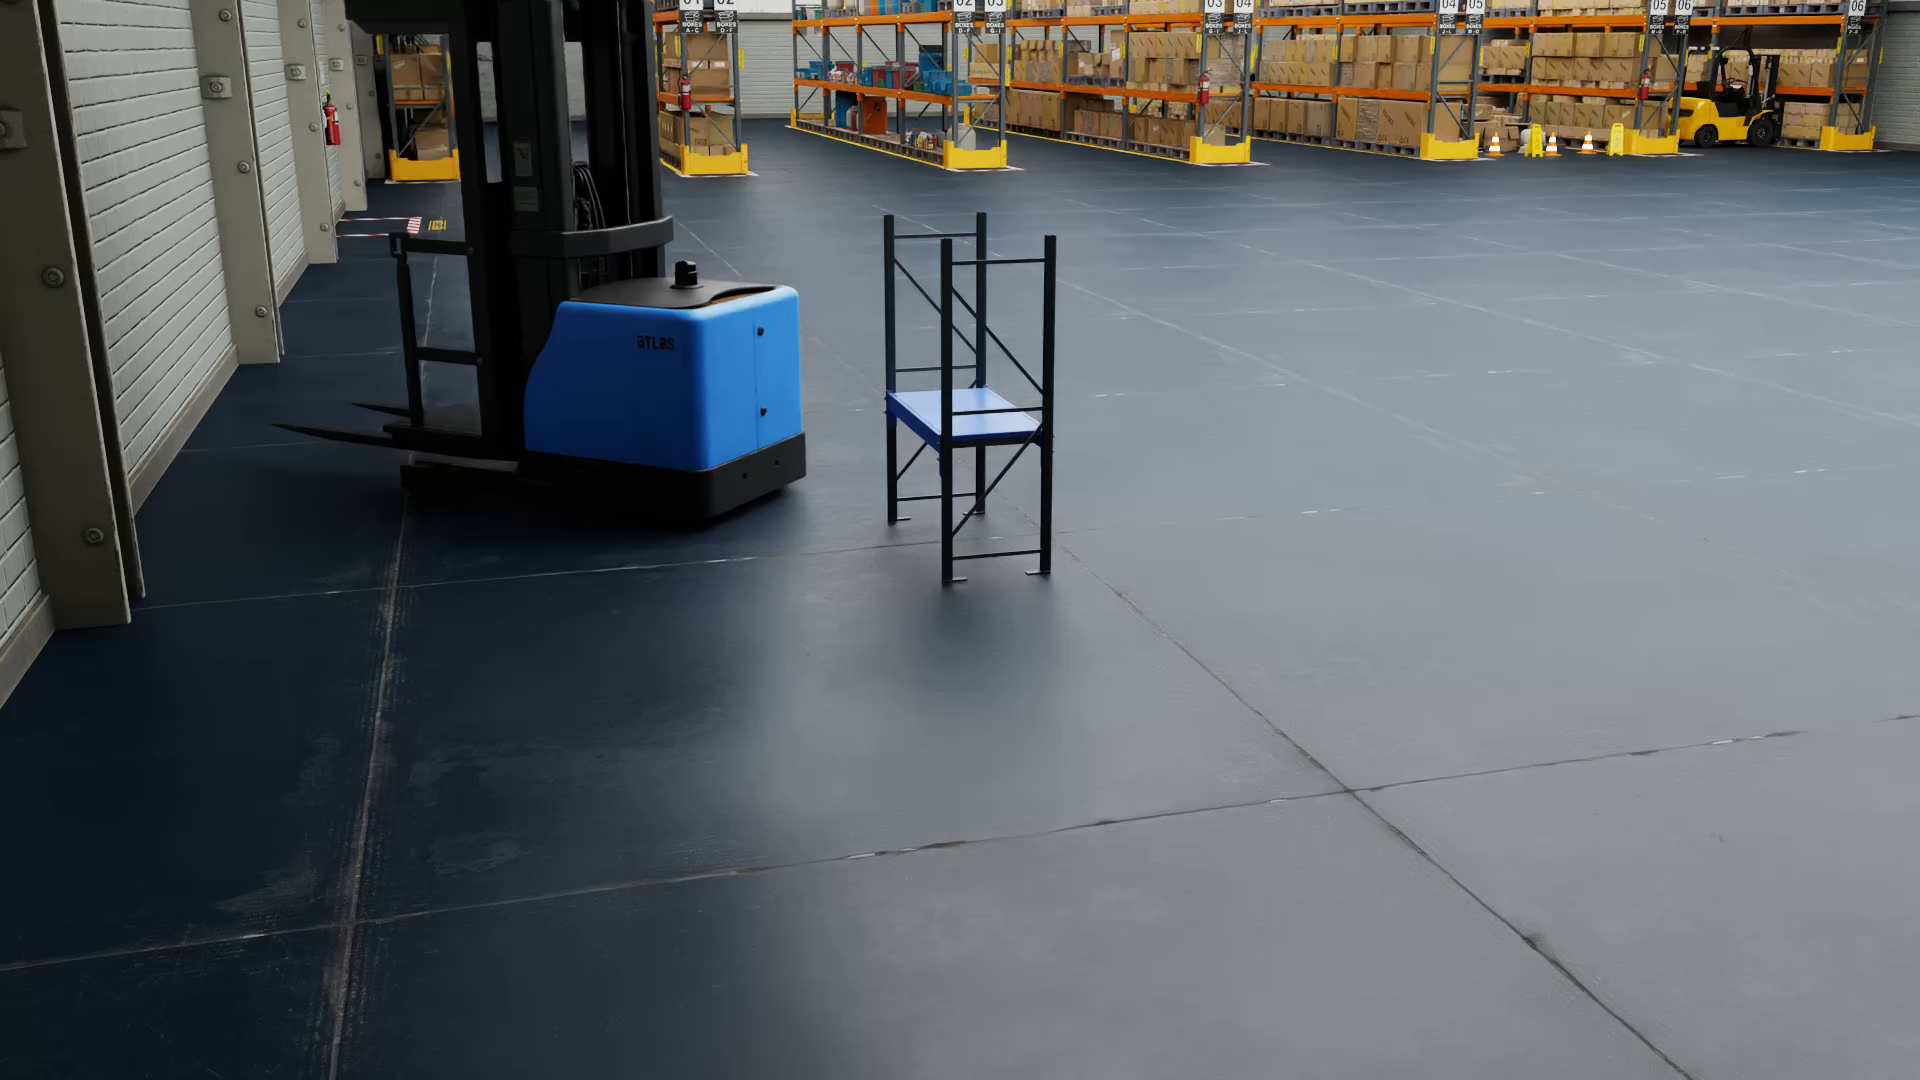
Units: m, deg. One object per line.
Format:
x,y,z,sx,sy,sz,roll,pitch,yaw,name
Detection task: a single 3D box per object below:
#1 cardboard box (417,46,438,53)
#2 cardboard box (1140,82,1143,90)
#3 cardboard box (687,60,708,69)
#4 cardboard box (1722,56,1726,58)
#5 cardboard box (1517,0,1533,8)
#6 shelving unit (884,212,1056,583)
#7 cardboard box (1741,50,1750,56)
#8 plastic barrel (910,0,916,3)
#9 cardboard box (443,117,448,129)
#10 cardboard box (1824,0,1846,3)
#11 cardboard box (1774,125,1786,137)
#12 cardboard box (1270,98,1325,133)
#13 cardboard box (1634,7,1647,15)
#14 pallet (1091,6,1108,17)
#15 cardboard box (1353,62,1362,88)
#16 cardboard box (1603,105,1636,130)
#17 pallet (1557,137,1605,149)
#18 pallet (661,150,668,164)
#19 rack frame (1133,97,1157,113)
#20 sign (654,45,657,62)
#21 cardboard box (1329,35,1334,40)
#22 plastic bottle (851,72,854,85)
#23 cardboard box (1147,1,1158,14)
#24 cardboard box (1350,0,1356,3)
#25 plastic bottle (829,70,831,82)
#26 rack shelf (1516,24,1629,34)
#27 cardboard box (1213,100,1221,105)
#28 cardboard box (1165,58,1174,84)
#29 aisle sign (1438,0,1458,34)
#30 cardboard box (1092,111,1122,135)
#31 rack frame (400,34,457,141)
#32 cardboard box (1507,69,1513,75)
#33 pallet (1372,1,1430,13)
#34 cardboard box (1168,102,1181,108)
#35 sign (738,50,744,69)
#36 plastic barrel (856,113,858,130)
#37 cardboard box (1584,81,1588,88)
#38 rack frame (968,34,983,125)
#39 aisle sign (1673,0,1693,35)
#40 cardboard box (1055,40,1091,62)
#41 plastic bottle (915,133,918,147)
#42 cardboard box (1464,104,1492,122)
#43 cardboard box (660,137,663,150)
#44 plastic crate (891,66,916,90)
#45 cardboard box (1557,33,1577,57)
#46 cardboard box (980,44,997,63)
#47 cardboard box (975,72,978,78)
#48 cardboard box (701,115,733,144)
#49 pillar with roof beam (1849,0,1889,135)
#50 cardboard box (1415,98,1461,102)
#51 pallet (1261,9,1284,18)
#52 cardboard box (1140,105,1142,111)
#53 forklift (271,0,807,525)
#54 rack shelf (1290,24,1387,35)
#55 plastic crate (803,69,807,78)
-11.152,-10.251,34.799,0.380,0.149,0.250,-8,18,-24,cardboard box
4.008,-9.522,34.874,0.380,0.149,0.250,-5,17,-15,cardboard box
-4.706,-8.492,29.706,0.380,0.149,0.250,-5,17,-16,cardboard box
18.143,-11.358,39.247,0.380,0.149,0.250,-5,17,-16,cardboard box
13.237,-12.431,38.437,0.500,0.250,0.500,-5,17,-16,cardboard box
0.023,-0.695,7.658,0.538,1.500,1.048,-5,17,-15,shelving unit
18.320,-11.283,38.482,0.380,0.149,0.250,-4,17,-14,cardboard box
-0.824,-11.096,33.540,0.421,0.512,0.421,0,17,0,plastic barrel
-11.130,-8.681,35.219,0.700,0.500,0.500,-4,17,-14,cardboard box
19.052,-11.838,35.857,0.500,0.500,0.500,-4,17,-13,cardboard box
18.719,-9.268,37.643,0.500,0.250,0.500,-5,17,-15,cardboard box
8.030,-10.108,39.570,1.050,0.750,0.750,-4,17,-14,cardboard box
14.269,-11.001,34.584,0.380,0.149,0.250,-5,17,-15,cardboard box
3.653,-11.744,36.946,1.213,0.211,1.003,-5,17,-15,pallet
9.091,-10.116,36.153,0.875,0.550,0.550,-5,17,-15,cardboard box
14.165,-9.053,35.621,0.500,0.500,0.500,-5,17,-15,cardboard box
14.095,-8.858,37.074,1.003,0.211,1.213,-5,17,-15,pallet
-5.339,-7.590,32.854,1.003,0.211,1.213,-5,17,-15,pallet
5.508,-13.615,48.062,1.000,3.000,0.127,-5,17,-15,rack frame
-6.036,-9.620,32.889,0.100,0.325,0.005,-5,17,-15,sign
10.657,-14.184,46.917,0.380,0.149,0.250,-5,17,-16,cardboard box
-2.505,-10.814,38.961,0.097,0.271,0.097,0,17,0,plastic bottle
4.163,-10.867,33.962,0.500,0.250,0.500,-5,18,-17,cardboard box
8.652,-11.662,35.879,0.380,0.149,0.250,-5,17,-15,cardboard box
-3.225,-11.525,41.307,0.061,0.283,0.133,-5,17,-15,plastic bottle
16.660,-13.860,44.915,1.077,0.370,4.000,-5,17,-15,rack shelf
6.841,-11.358,42.860,0.500,0.250,0.500,-4,17,-13,cardboard box
4.635,-9.440,33.473,0.875,0.500,0.500,-5,17,-15,cardboard box
9.636,-10.391,32.810,0.394,0.787,0.004,-5,17,-15,aisle sign
3.440,-9.559,38.140,0.700,0.500,0.500,-3,17,-11,cardboard box
-11.378,-9.863,35.572,1.000,3.000,0.127,-5,17,-15,rack frame
13.075,-10.990,39.032,0.380,0.149,0.250,-5,17,-17,cardboard box
9.352,-11.125,34.716,1.003,0.211,1.213,-5,17,-15,pallet
5.916,-11.988,45.839,0.380,0.149,0.250,-6,18,-18,cardboard box
-3.883,-8.537,29.517,0.100,0.325,0.005,-5,17,-15,sign
-2.245,-9.939,39.419,0.421,0.512,0.421,0,17,0,plastic barrel
13.927,-9.999,36.462,0.380,0.149,0.250,-5,17,-15,cardboard box
0.711,-13.250,46.850,1.000,3.000,0.127,-5,17,-15,rack frame
14.951,-10.861,34.375,0.394,0.787,0.004,-5,17,-15,aisle sign
2.724,-11.769,40.002,0.797,0.503,0.637,-4,17,-13,cardboard box
-0.874,-8.092,33.634,0.061,0.283,0.133,-4,17,-13,plastic bottle
11.834,-9.731,38.163,0.500,0.500,0.500,-5,17,-15,cardboard box
-5.681,-7.881,33.024,0.500,0.250,0.500,-5,17,-15,cardboard box
-1.181,-9.680,34.852,0.402,0.464,0.583,-5,17,-15,plastic crate
13.681,-10.961,36.799,0.700,0.500,0.500,-5,17,-16,cardboard box
0.869,-13.245,45.272,0.500,0.500,0.500,-5,17,-17,cardboard box
0.634,-12.864,46.001,0.380,0.149,0.250,-5,17,-17,cardboard box
-4.491,-7.590,30.752,0.500,0.500,0.500,-5,17,-15,cardboard box
15.944,-12.798,34.917,9.100,9.000,0.400,-5,17,-15,pillar with roof beam
12.328,-11.202,42.995,0.875,0.875,0.875,-5,17,-16,cardboard box
7.934,-12.574,39.712,1.213,0.211,1.003,-4,17,-13,pallet
5.405,-12.428,47.819,0.380,0.149,0.250,-4,17,-13,cardboard box
-2.374,-1.746,8.670,3.031,2.935,1.130,8,18,24,forklift
10.789,-14.573,47.288,1.077,0.370,4.000,-5,17,-15,rack shelf
-3.938,-12.349,44.035,0.416,0.233,0.300,-5,17,-15,plastic crate
